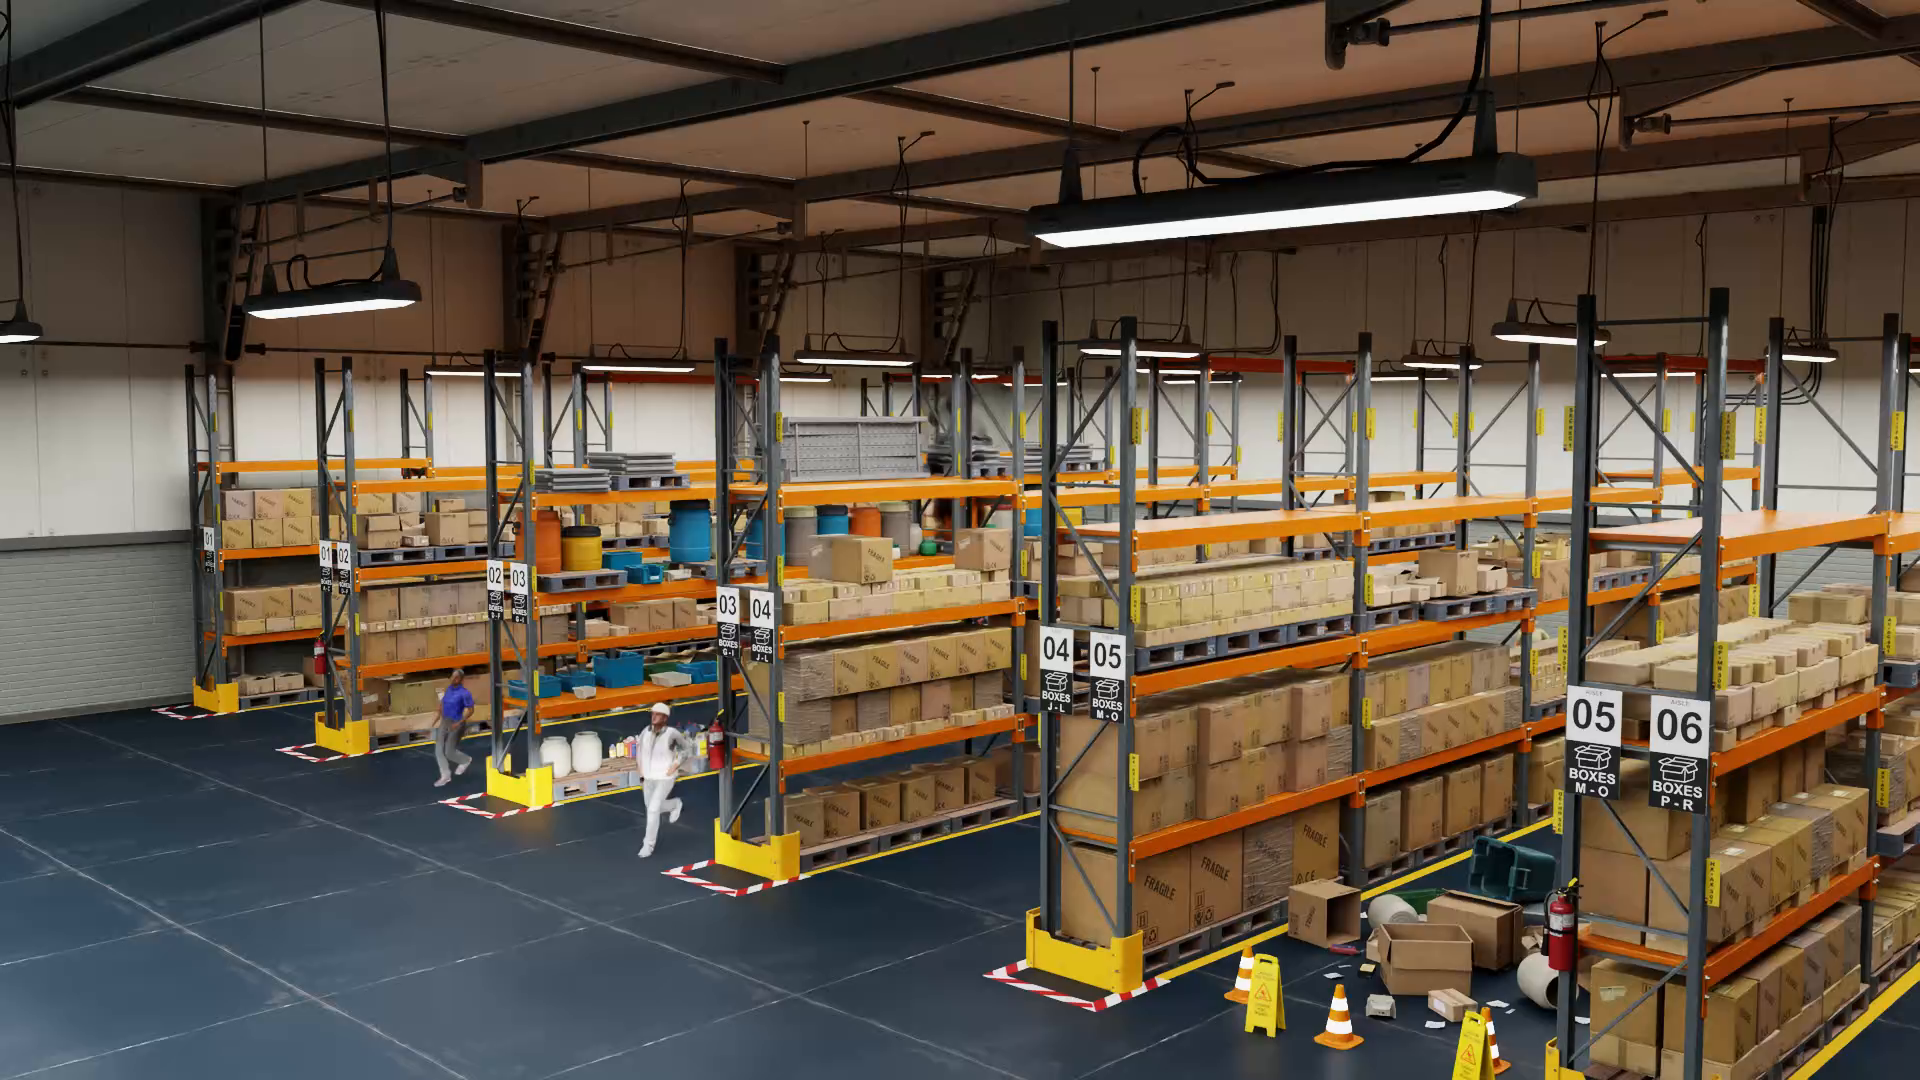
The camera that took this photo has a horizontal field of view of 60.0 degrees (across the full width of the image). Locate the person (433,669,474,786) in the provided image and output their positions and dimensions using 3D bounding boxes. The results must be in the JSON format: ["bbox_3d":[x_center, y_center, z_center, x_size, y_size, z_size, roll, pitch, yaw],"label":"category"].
[{"bbox_3d":[-7.016,2.597,23.191,0.625,1.623,0.613,2,5,25],"label":"person"}]

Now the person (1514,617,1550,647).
[{"bbox_3d":[10.102,2.128,29.234,0.637,1.625,0.505,0,4,4],"label":"person"}]

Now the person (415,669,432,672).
[{"bbox_3d":[-9.196,2.167,28.554,0.574,1.638,0.688,3,5,33],"label":"person"}]

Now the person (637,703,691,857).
[{"bbox_3d":[-3.558,2.806,19.765,0.643,1.759,0.997,2,5,27],"label":"person"}]
